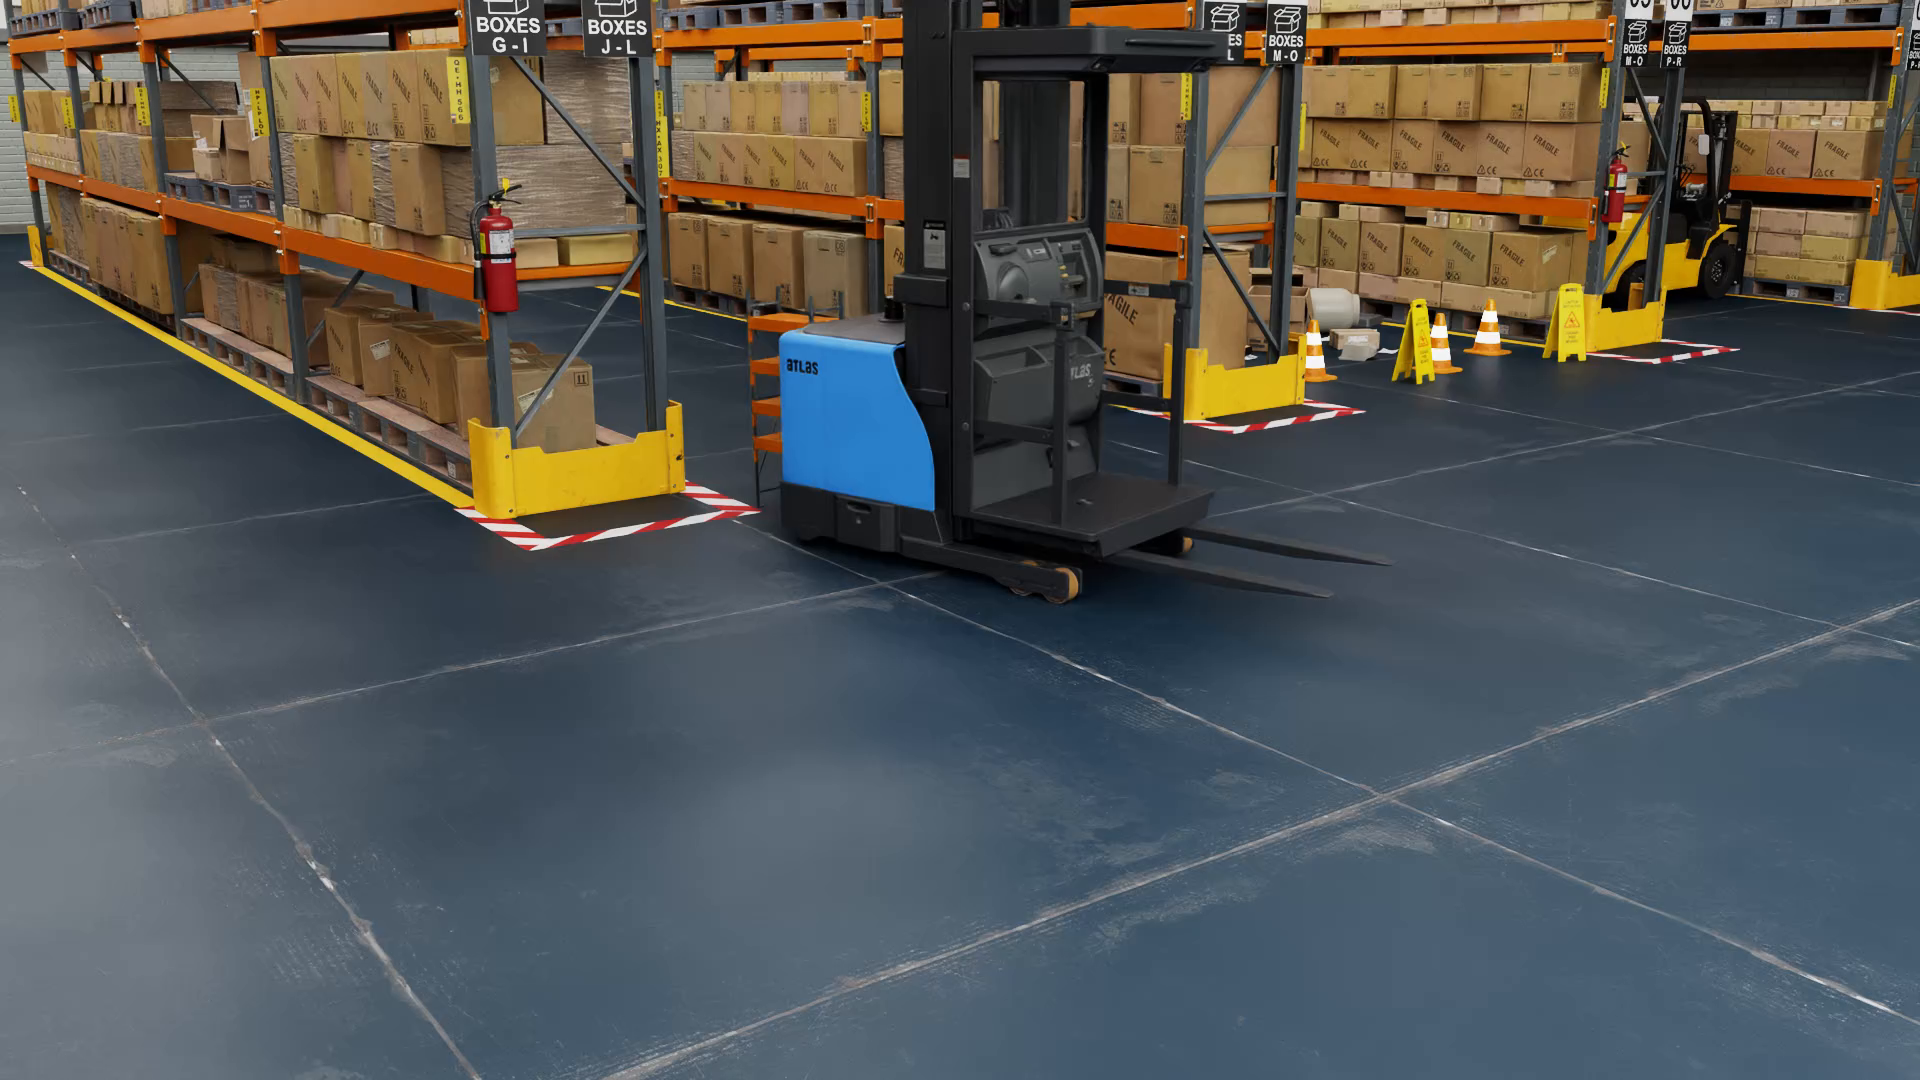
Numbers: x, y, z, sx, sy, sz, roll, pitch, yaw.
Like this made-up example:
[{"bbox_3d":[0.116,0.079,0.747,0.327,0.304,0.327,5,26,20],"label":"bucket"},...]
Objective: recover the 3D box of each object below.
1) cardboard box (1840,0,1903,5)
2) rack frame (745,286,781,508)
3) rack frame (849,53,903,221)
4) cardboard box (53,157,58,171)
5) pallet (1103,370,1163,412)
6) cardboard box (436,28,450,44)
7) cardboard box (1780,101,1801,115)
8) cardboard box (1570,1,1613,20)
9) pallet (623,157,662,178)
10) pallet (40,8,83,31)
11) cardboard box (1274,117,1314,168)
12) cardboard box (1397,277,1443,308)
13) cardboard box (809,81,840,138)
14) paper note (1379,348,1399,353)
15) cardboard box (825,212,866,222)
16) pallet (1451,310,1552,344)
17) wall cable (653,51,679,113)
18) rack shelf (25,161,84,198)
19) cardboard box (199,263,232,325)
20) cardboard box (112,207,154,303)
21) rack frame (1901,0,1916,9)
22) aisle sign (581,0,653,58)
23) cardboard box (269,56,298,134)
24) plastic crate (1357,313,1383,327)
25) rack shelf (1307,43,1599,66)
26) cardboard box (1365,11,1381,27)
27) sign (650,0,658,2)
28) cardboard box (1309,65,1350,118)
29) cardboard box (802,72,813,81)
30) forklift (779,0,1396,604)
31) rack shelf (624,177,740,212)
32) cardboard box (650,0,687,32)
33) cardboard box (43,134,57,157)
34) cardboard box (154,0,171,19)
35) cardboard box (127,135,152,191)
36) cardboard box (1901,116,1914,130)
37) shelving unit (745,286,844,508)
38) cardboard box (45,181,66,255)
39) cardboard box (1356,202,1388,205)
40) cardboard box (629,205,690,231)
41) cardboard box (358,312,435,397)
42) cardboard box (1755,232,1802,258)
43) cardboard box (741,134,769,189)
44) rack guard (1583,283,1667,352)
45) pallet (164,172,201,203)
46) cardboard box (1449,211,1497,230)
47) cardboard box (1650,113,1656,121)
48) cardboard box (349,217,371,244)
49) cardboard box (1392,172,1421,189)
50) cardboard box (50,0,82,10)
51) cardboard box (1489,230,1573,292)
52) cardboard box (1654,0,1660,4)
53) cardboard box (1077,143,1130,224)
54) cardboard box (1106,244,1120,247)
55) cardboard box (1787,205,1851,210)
[{"bbox_3d":[9.478,-5.774,17.135,0.500,0.500,0.500,-10,18,-33],"label":"cardboard box"},{"bbox_3d":[-1.059,-0.784,9.166,0.015,1.200,0.240,12,19,40],"label":"rack frame"},{"bbox_3d":[-1.133,-5.763,23.950,1.000,3.000,0.127,-11,19,-35],"label":"rack frame"},{"bbox_3d":[-10.350,-4.392,19.417,0.380,0.149,0.250,-11,19,-35],"label":"cardboard box"},{"bbox_3d":[1.444,-1.224,12.649,1.003,0.211,1.213,-11,19,-35],"label":"pallet"},{"bbox_3d":[-6.753,-6.845,22.505,0.500,0.250,0.500,-12,19,-36],"label":"cardboard box"},{"bbox_3d":[9.122,-4.684,18.027,0.380,0.149,0.250,-11,19,-34],"label":"cardboard box"},{"bbox_3d":[5.486,-4.559,14.345,0.380,0.149,0.250,-11,19,-34],"label":"cardboard box"},{"bbox_3d":[-3.231,-4.162,18.464,1.213,0.211,1.003,-11,19,-35],"label":"pallet"},{"bbox_3d":[-9.622,-5.805,18.590,1.003,0.211,1.213,-11,19,-35],"label":"pallet"},{"bbox_3d":[3.604,-4.109,17.155,0.500,0.500,0.500,-11,19,-35],"label":"cardboard box"},{"bbox_3d":[4.619,-2.430,16.187,0.500,0.250,0.500,-12,19,-37],"label":"cardboard box"},{"bbox_3d":[-0.975,-4.010,15.461,0.700,0.500,0.500,-11,19,-35],"label":"cardboard box"},{"bbox_3d":[3.756,-1.661,14.588,0.142,0.019,0.148,10,18,33],"label":"paper note"},{"bbox_3d":[-1.416,-4.880,24.783,0.875,0.438,0.875,-11,19,-35],"label":"cardboard box"},{"bbox_3d":[5.428,-2.051,15.669,1.003,0.211,1.213,-11,19,-35],"label":"pallet"},{"bbox_3d":[-5.679,-8.530,32.136,0.588,1.984,0.122,-11,19,-35],"label":"wall cable"},{"bbox_3d":[-10.325,-4.305,19.985,1.077,0.370,4.000,-11,19,-35],"label":"rack shelf"},{"bbox_3d":[-6.387,-2.237,14.970,0.700,0.500,0.500,-12,19,-37],"label":"cardboard box"},{"bbox_3d":[-7.704,-2.890,16.684,1.225,0.875,0.875,-11,19,-34],"label":"cardboard box"},{"bbox_3d":[9.935,-6.865,16.614,1.000,3.000,0.127,-11,19,-35],"label":"rack frame"},{"bbox_3d":[-1.815,-2.950,8.746,0.394,0.787,0.004,-11,19,-35],"label":"aisle sign"},{"bbox_3d":[-4.387,-3.055,11.409,0.500,0.500,0.500,-11,19,-35],"label":"cardboard box"},{"bbox_3d":[3.830,-2.184,16.404,0.583,0.080,0.402,10,18,33],"label":"plastic crate"},{"bbox_3d":[6.407,-6.353,21.786,1.077,0.370,4.000,-11,19,-35],"label":"rack shelf"},{"bbox_3d":[4.162,-5.057,16.164,0.380,0.149,0.250,-12,19,-36],"label":"cardboard box"},{"bbox_3d":[-3.166,-5.731,17.173,0.100,0.325,0.005,-11,19,-35],"label":"sign"},{"bbox_3d":[3.936,-4.489,16.647,0.700,0.500,0.500,-11,19,-34],"label":"cardboard box"},{"bbox_3d":[-2.118,-6.850,24.608,0.380,0.149,0.250,-11,19,-35],"label":"cardboard box"},{"bbox_3d":[0.544,-1.281,7.704,3.031,2.935,1.130,12,19,37],"label":"forklift"},{"bbox_3d":[-3.902,-4.199,19.598,1.077,0.370,4.000,-11,19,-35],"label":"rack shelf"},{"bbox_3d":[-3.267,-5.696,17.835,0.500,0.500,0.500,-11,19,-35],"label":"cardboard box"},{"bbox_3d":[-10.523,-4.677,19.703,0.500,0.250,0.500,-11,19,-36],"label":"cardboard box"},{"bbox_3d":[-6.426,-4.495,13.921,0.500,0.250,0.500,-10,18,-33],"label":"cardboard box"},{"bbox_3d":[-7.577,-3.593,15.833,0.500,0.500,0.500,-11,19,-35],"label":"cardboard box"},{"bbox_3d":[9.945,-4.446,17.718,0.380,0.149,0.250,-11,19,-36],"label":"cardboard box"},{"bbox_3d":[-0.876,-0.746,9.008,0.503,1.200,0.258,12,19,40],"label":"shelving unit"},{"bbox_3d":[-11.060,-4.132,21.222,0.875,0.875,0.875,-11,19,-35],"label":"cardboard box"},{"bbox_3d":[5.978,-4.464,22.905,0.875,0.625,0.625,-10,18,-33],"label":"cardboard box"},{"bbox_3d":[-3.340,-3.583,18.504,0.500,0.250,0.500,-11,19,-36],"label":"cardboard box"},{"bbox_3d":[-3.900,-1.301,11.586,0.500,0.500,0.500,-5,16,-17],"label":"cardboard box"},{"bbox_3d":[9.110,-3.253,18.247,0.500,0.250,0.500,-11,19,-35],"label":"cardboard box"},{"bbox_3d":[-1.792,-3.707,16.248,0.500,0.500,0.500,-11,19,-35],"label":"cardboard box"},{"bbox_3d":[5.878,-2.011,14.977,1.175,0.500,0.348,-11,19,-35],"label":"rack guard"},{"bbox_3d":[-6.292,-3.142,14.739,1.213,0.211,1.003,-11,19,-35],"label":"pallet"},{"bbox_3d":[4.825,-3.004,15.634,0.380,0.149,0.250,-10,18,-34],"label":"cardboard box"},{"bbox_3d":[8.125,-4.851,19.201,0.380,0.149,0.250,-11,19,-35],"label":"cardboard box"},{"bbox_3d":[-3.670,-1.984,10.620,0.380,0.149,0.250,-11,19,-35],"label":"cardboard box"},{"bbox_3d":[4.411,-3.492,16.130,0.380,0.149,0.250,-11,19,-35],"label":"cardboard box"},{"bbox_3d":[-9.658,-6.128,18.428,0.700,0.500,0.500,-12,20,-38],"label":"cardboard box"},{"bbox_3d":[5.240,-2.569,15.273,0.500,0.500,0.500,-11,19,-34],"label":"cardboard box"},{"bbox_3d":[5.842,-4.867,14.716,0.500,0.250,0.500,-11,19,-36],"label":"cardboard box"},{"bbox_3d":[1.382,-2.669,12.362,0.875,0.550,0.550,-11,19,-35],"label":"cardboard box"},{"bbox_3d":[1.006,-1.910,13.104,0.875,0.875,0.875,-11,19,-35],"label":"cardboard box"},{"bbox_3d":[9.509,-3.569,18.451,0.500,0.250,0.500,-11,19,-34],"label":"cardboard box"}]
